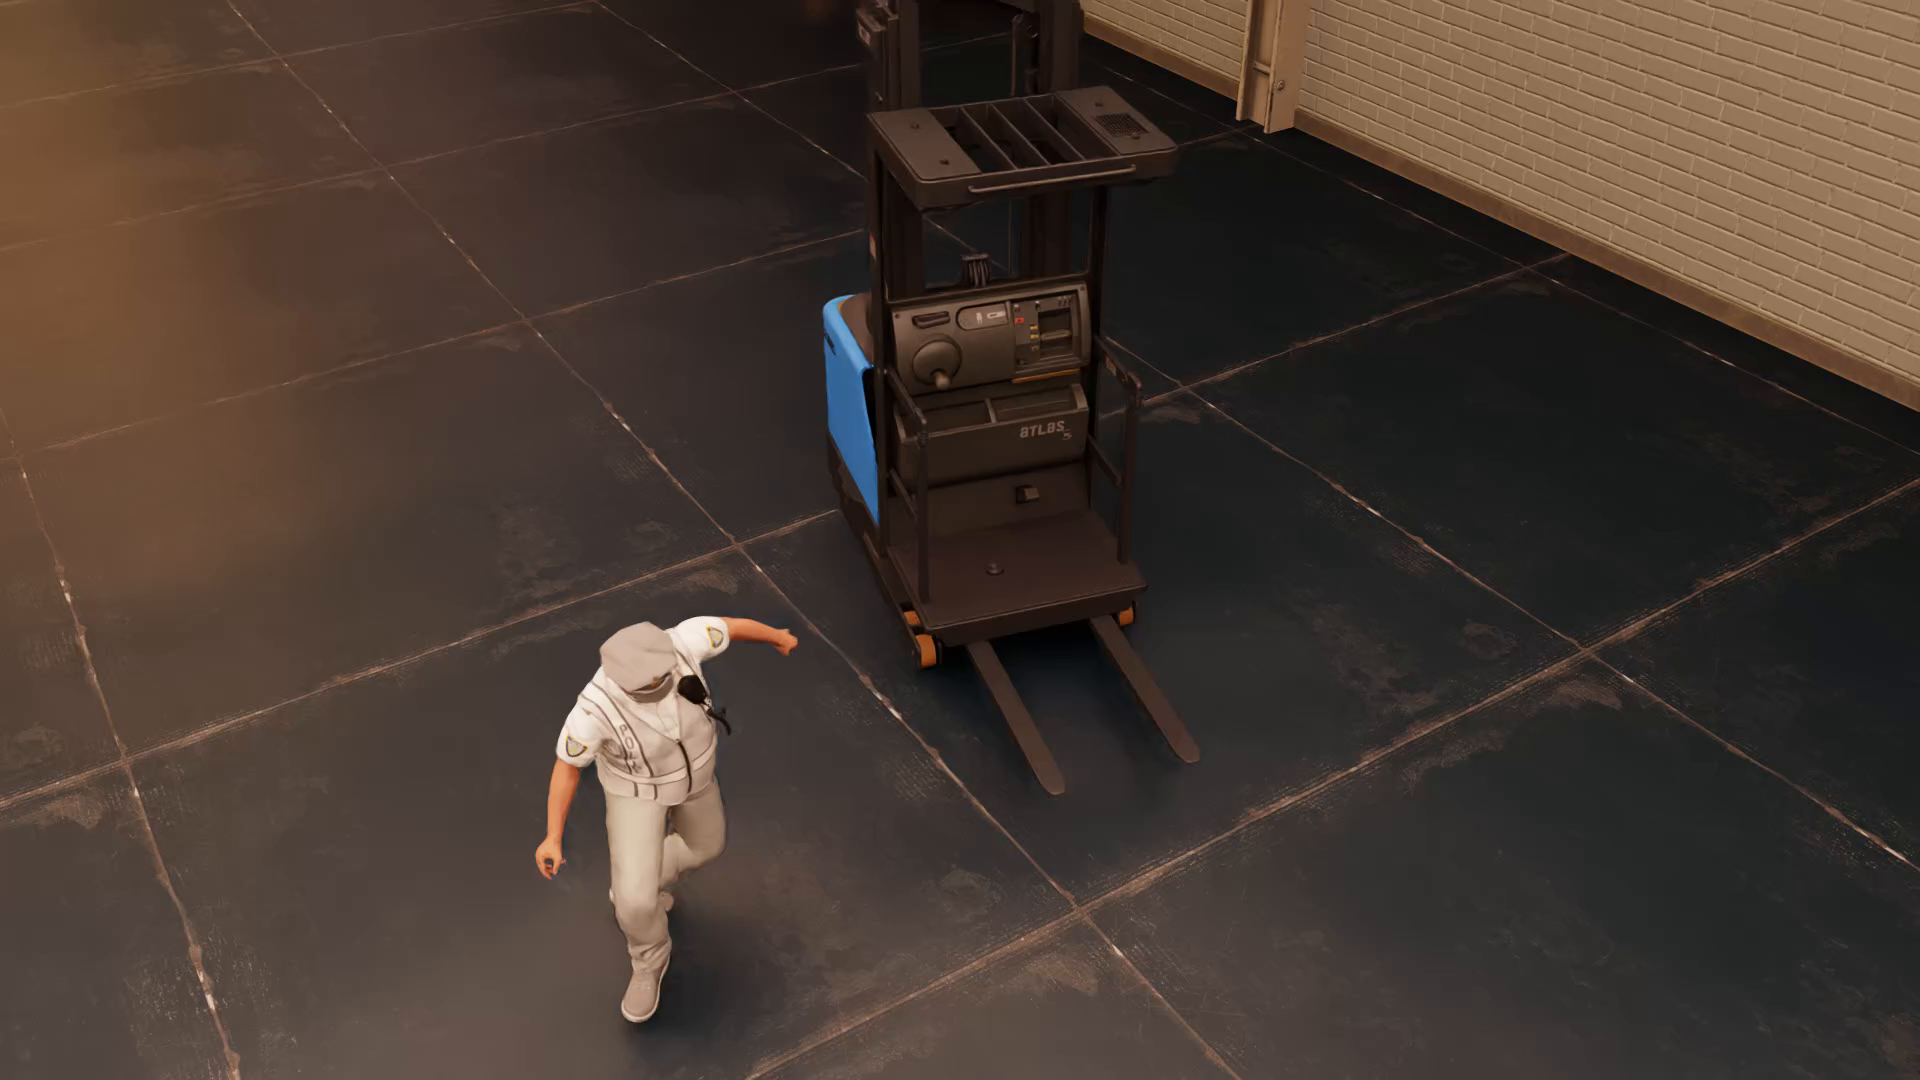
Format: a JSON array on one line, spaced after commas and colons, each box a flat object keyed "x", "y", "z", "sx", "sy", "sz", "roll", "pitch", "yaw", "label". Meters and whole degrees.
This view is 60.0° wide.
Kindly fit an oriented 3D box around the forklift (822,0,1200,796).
[{"x": 0.218, "y": -0.857, "z": 7.368, "sx": 1.130, "sy": 2.935, "sz": 3.031, "roll": -11, "pitch": 37, "yaw": -15, "label": "forklift"}]

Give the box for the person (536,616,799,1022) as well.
[{"x": -1.034, "y": 0.860, "z": 6.149, "sx": 0.629, "sy": 1.672, "sz": 1.205, "roll": 29, "pitch": 44, "yaw": 34, "label": "person"}]
